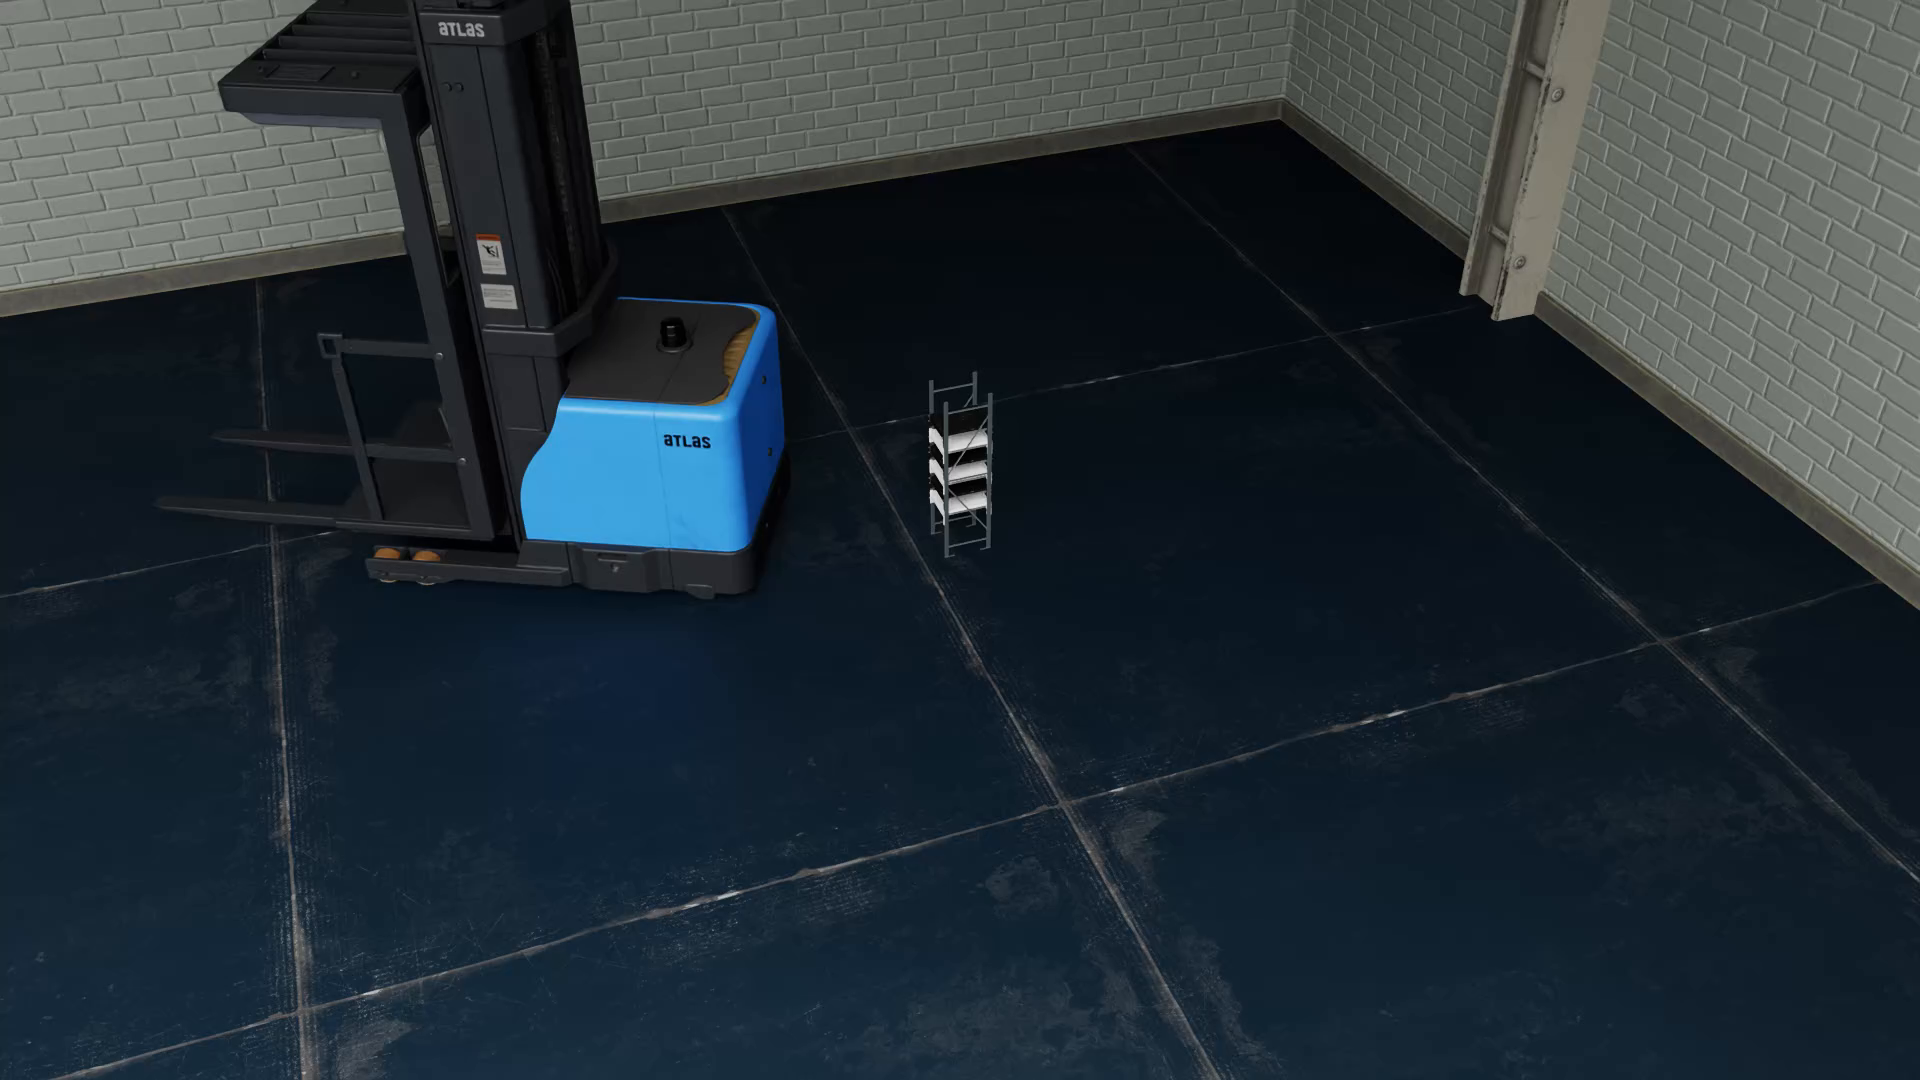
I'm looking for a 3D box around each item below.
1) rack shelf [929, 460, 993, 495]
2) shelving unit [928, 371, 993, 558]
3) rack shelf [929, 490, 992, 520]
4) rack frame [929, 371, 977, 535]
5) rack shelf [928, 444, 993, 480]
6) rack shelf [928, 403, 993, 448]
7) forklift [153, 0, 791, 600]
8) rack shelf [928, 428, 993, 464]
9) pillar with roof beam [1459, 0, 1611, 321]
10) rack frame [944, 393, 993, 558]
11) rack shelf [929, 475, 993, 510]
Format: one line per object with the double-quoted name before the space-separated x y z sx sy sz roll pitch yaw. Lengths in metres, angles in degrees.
"rack shelf" 0.003 -0.328 8.054 0.258 0.077 0.200 -12 39 -16
"shelving unit" 0.003 -0.355 8.034 0.258 0.900 0.210 -12 39 -16
"rack shelf" 0.003 -0.184 8.162 0.258 0.077 0.200 -12 39 -16
"rack frame" -0.032 -0.412 8.110 0.240 0.900 0.006 -12 39 -16
"rack shelf" 0.003 -0.400 7.999 0.258 0.077 0.200 -12 39 -16
"rack shelf" 0.003 -0.544 7.891 0.258 0.077 0.200 -12 39 -16
"forklift" -2.426 -1.264 7.552 3.031 2.935 1.130 4 37 5
"rack shelf" 0.003 -0.472 7.945 0.258 0.077 0.200 -12 39 -16
"pillar with roof beam" -0.723 -4.171 6.368 9.100 9.000 0.400 -12 39 -16
"rack frame" 0.038 -0.297 7.957 0.240 0.900 0.006 -12 39 -16
"rack shelf" 0.003 -0.256 8.108 0.258 0.077 0.200 -12 39 -16
